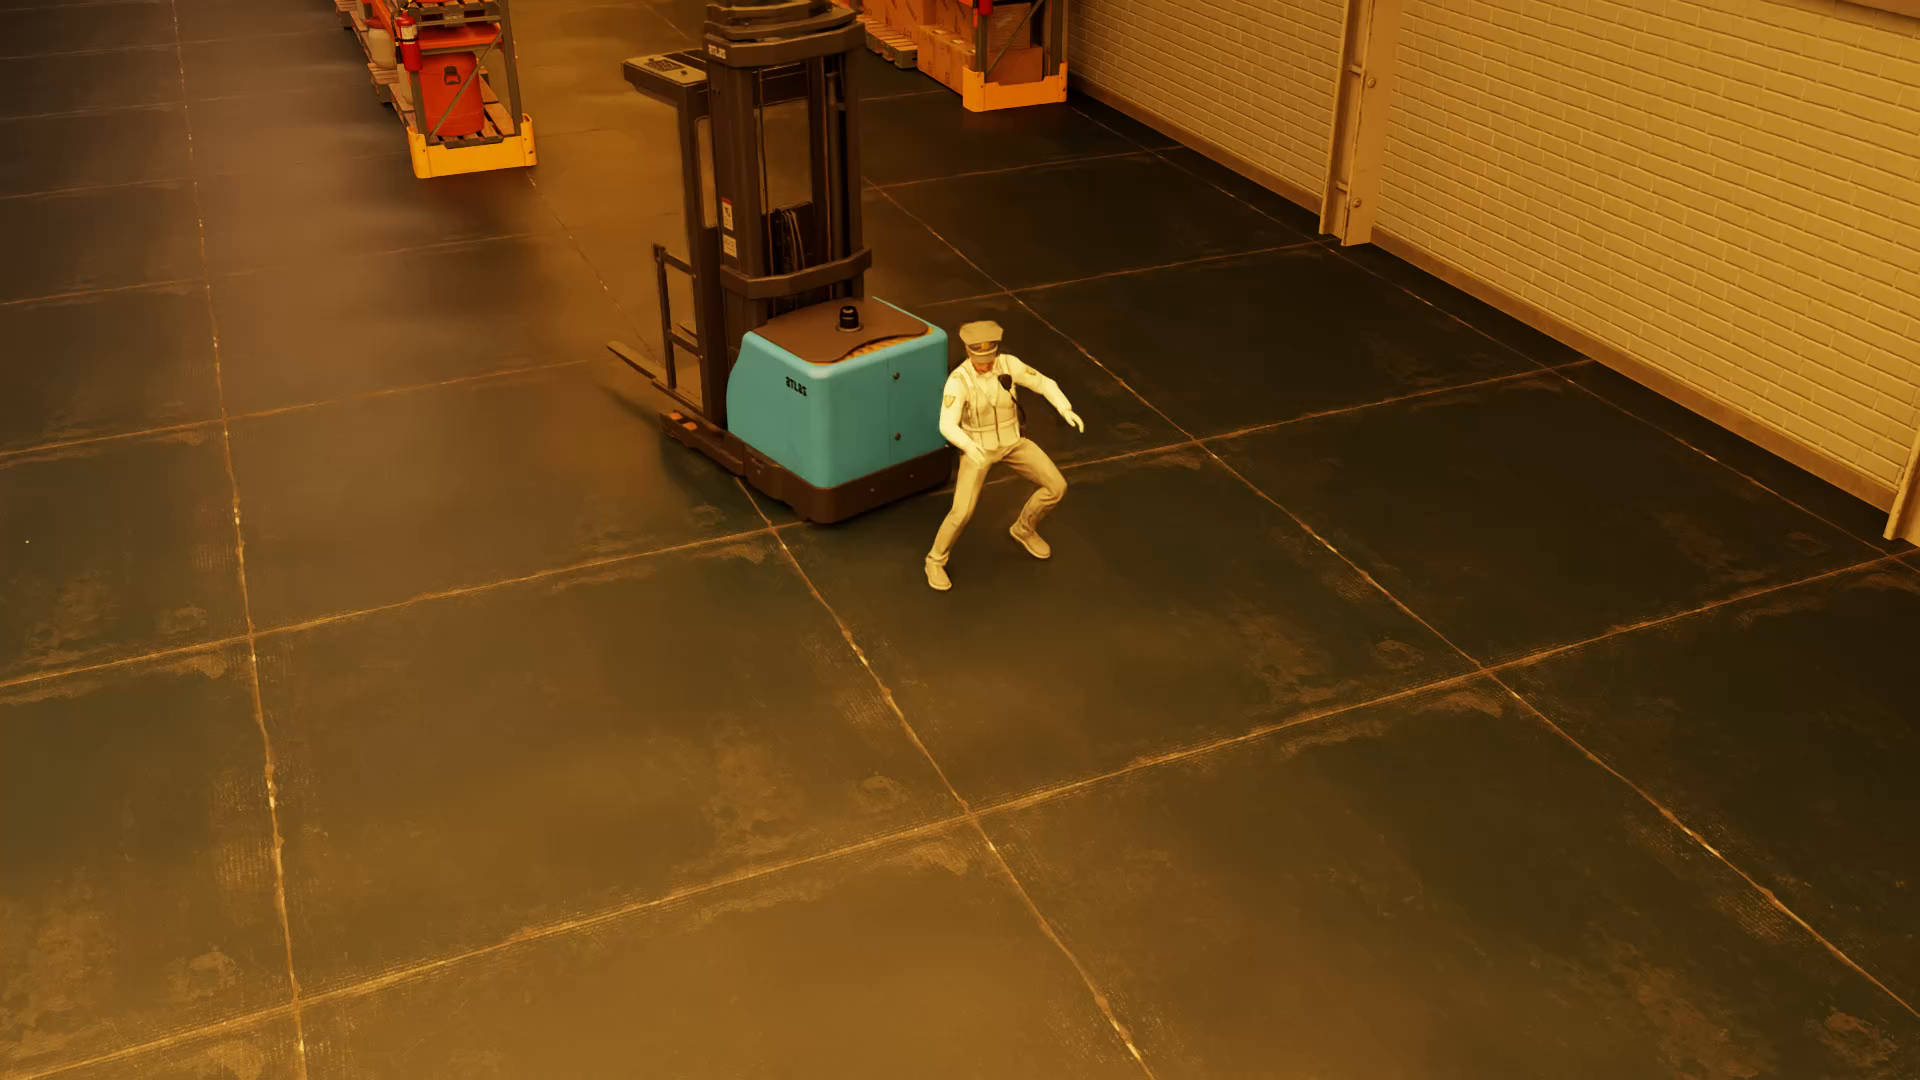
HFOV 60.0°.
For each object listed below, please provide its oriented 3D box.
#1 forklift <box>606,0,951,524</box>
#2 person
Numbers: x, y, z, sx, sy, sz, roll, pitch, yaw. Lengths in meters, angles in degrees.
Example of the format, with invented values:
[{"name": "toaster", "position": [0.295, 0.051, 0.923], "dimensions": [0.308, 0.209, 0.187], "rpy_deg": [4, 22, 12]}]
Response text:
[{"name": "forklift", "position": [-1.374, -2.034, 10.678], "dimensions": [1.130, 2.935, 3.031], "rpy_deg": [-22, 36, -33]}, {"name": "person", "position": [0.220, -0.491, 9.450], "dimensions": [0.906, 1.470, 0.710], "rpy_deg": [-9, 31, -15]}]
